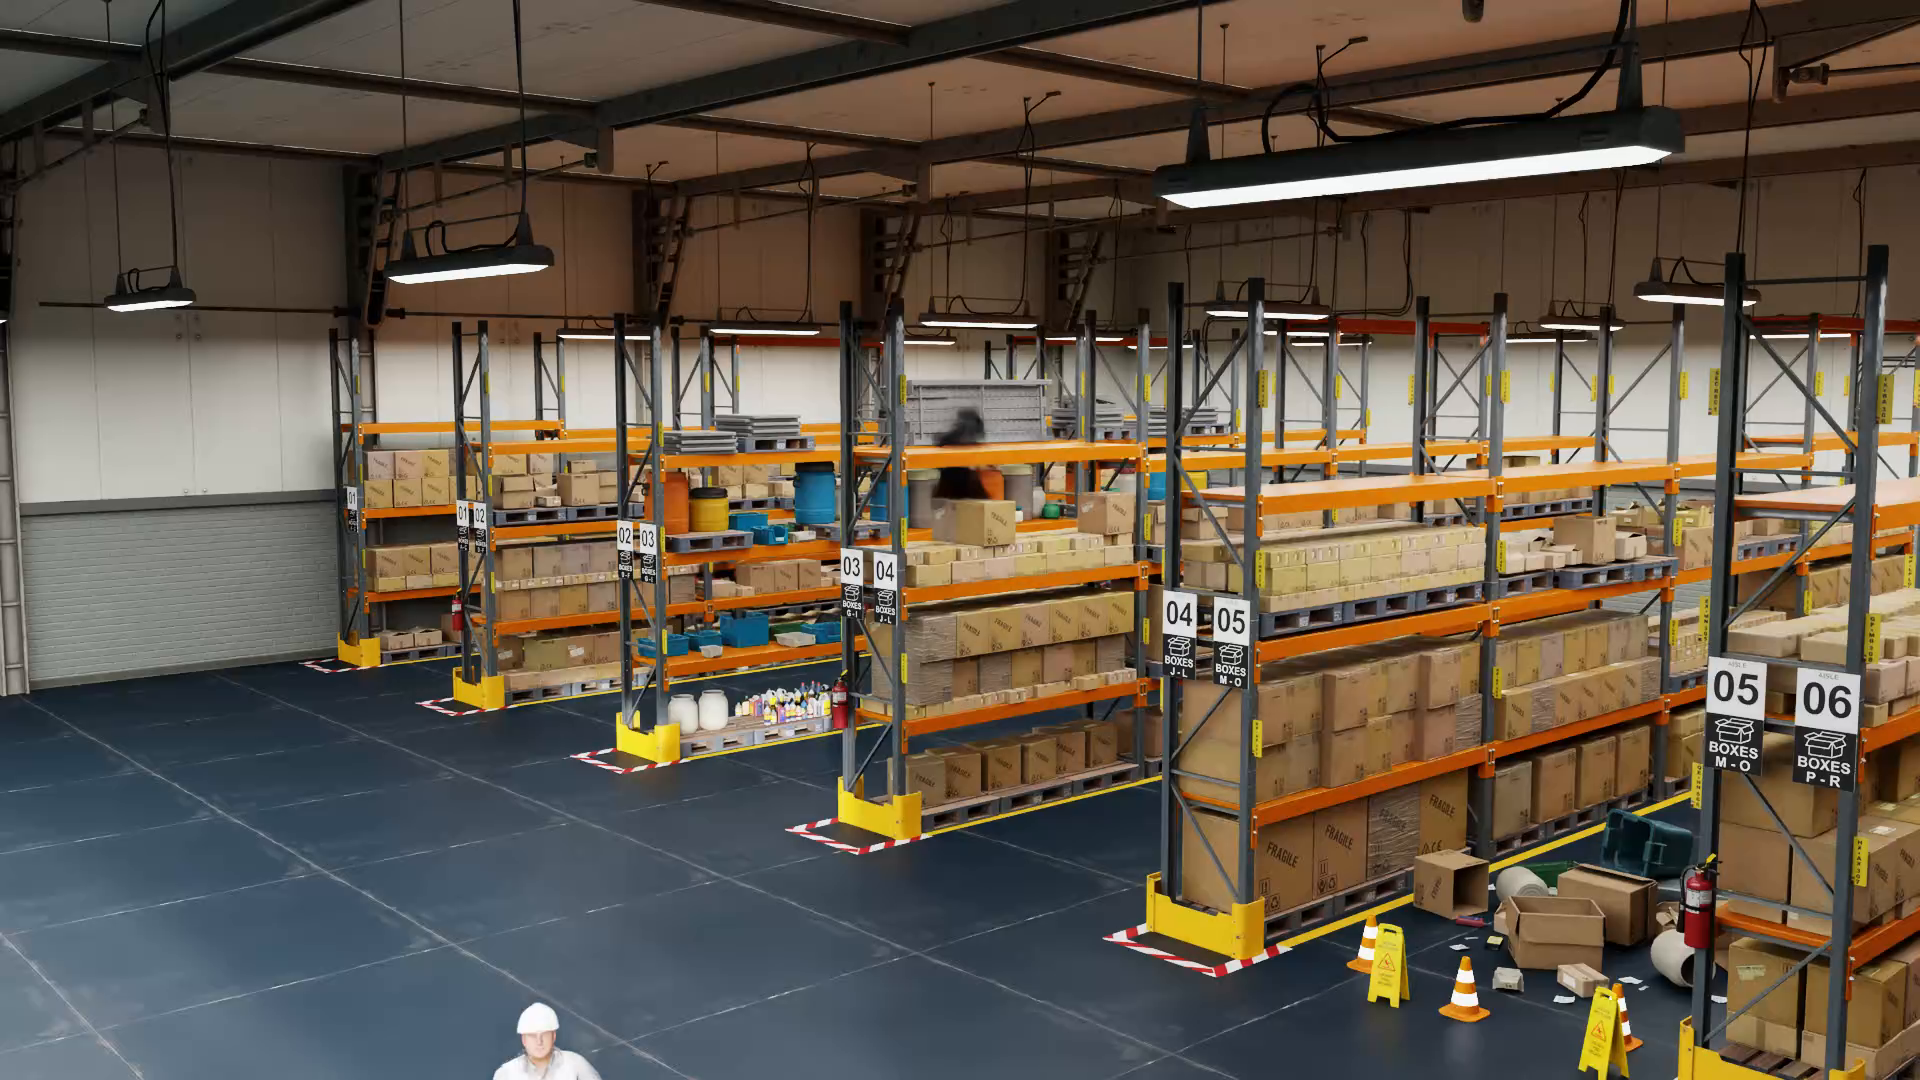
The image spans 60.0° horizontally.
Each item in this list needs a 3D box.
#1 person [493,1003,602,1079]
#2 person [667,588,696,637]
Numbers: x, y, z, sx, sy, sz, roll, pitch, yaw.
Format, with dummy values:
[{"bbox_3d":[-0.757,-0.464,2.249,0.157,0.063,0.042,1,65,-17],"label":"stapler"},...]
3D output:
[{"bbox_3d":[-2.240,3.406,8.975,0.637,1.814,0.711,-1,6,-13],"label":"person"},{"bbox_3d":[-5.260,1.302,30.555,0.727,1.781,0.640,-5,7,-40],"label":"person"}]
